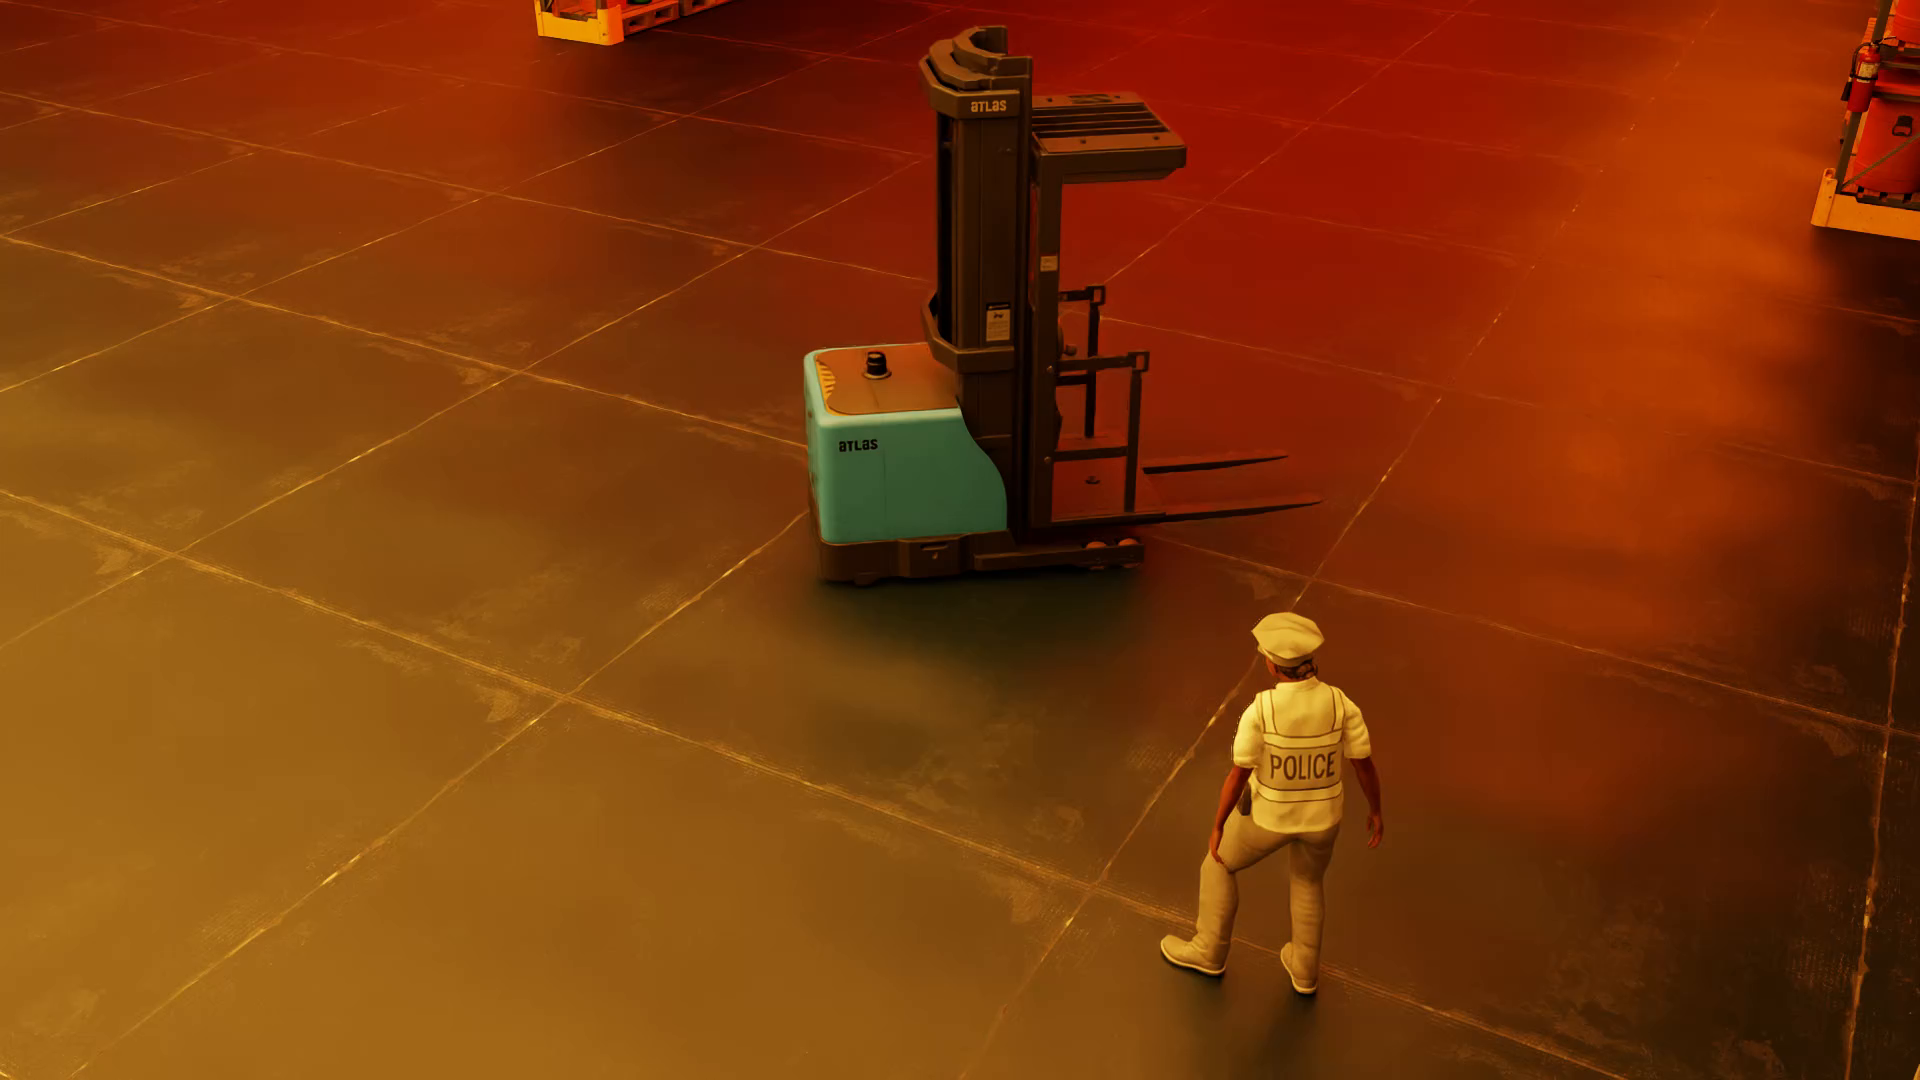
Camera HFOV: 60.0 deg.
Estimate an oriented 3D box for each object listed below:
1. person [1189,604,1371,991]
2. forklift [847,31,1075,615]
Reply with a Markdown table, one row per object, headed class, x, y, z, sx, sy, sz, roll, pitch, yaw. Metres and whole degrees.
| class | x | y | z | sx | sy | sz | roll | pitch | yaw |
| --- | --- | --- | --- | --- | --- | --- | --- | --- | --- |
| person | 1.282 | 1.057 | 6.524 | 0.623 | 1.659 | 0.453 | -7 | 31 | -12 |
| forklift | 0.072 | -1.572 | 9.794 | 1.130 | 2.935 | 3.031 | 3 | 30 | 6 |
